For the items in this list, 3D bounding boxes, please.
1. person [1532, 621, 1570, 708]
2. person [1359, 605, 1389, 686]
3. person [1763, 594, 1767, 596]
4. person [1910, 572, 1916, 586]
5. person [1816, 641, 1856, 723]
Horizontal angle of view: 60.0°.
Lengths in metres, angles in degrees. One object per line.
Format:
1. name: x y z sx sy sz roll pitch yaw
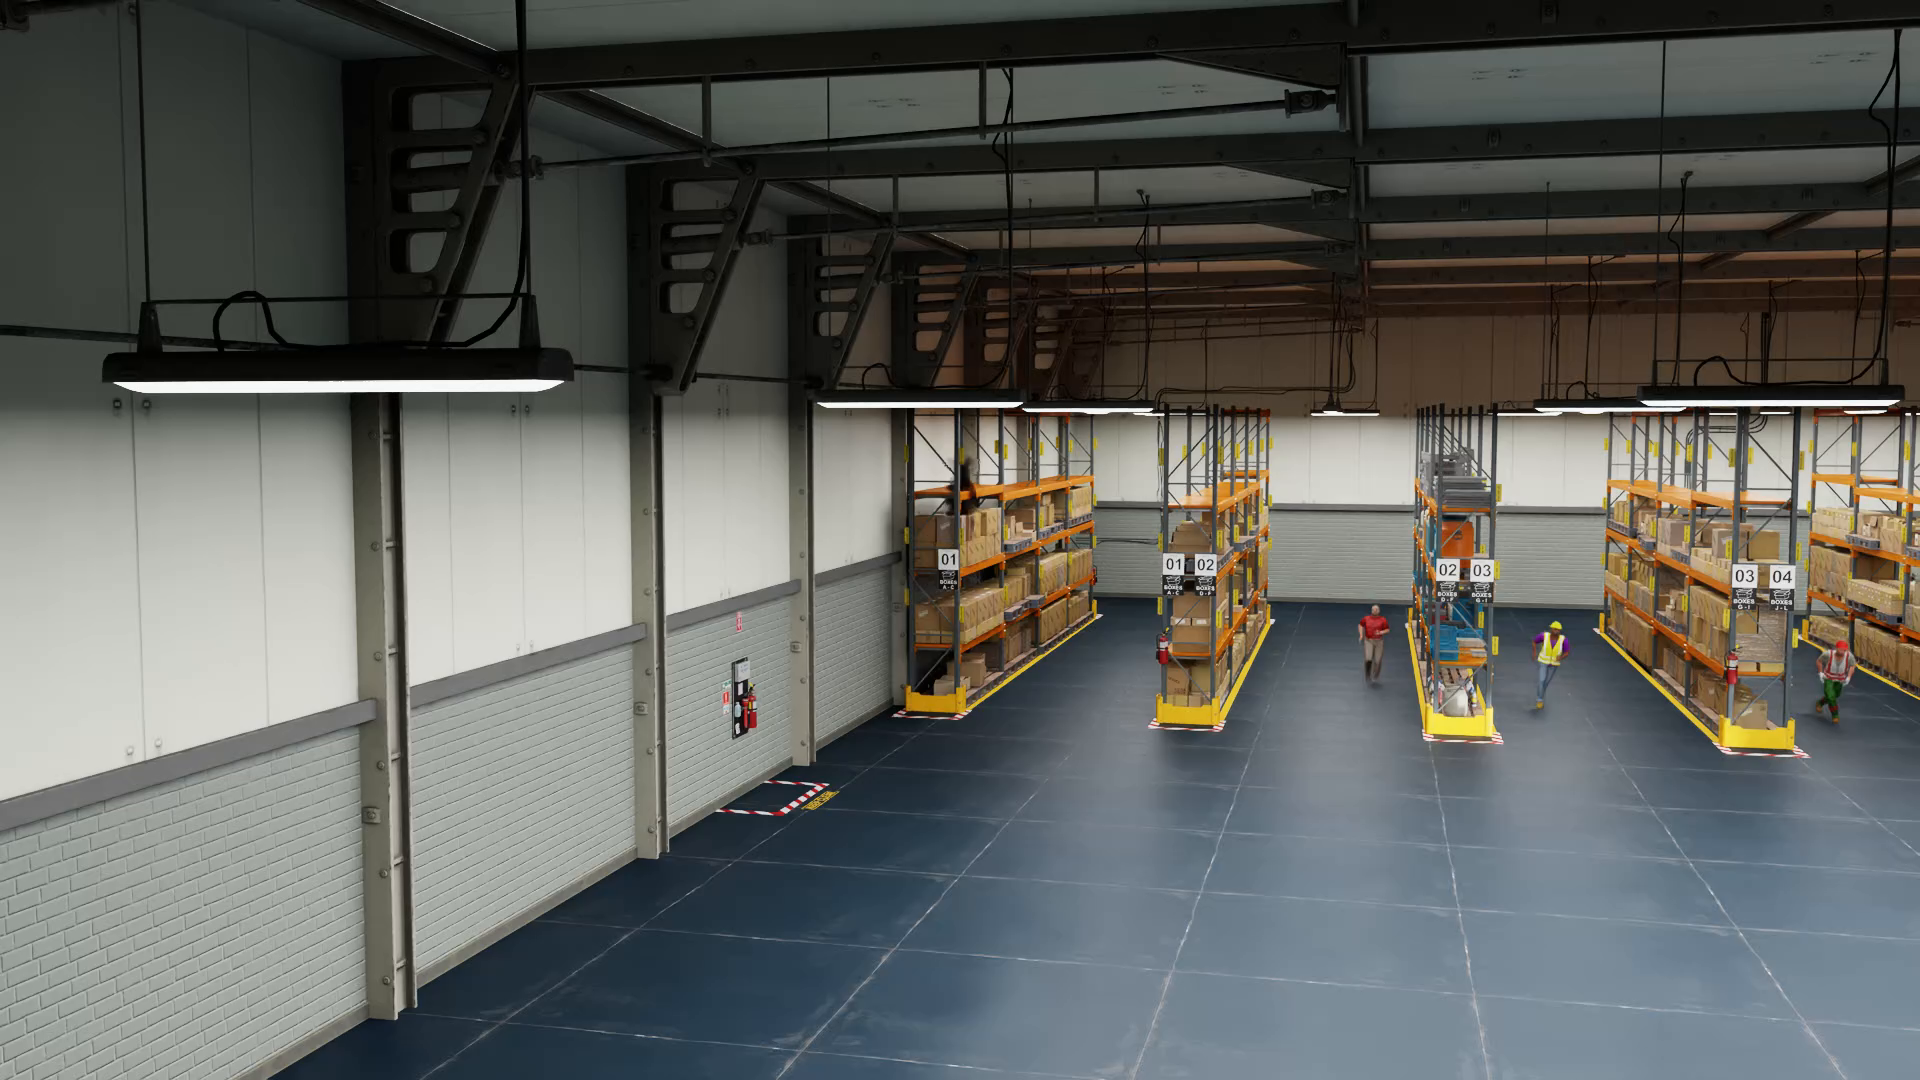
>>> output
1. person: 11.728 2.442 33.059 0.704 1.701 0.982 1 4 8
2. person: 8.902 2.272 35.748 0.626 1.766 0.736 1 4 10
3. person: 20.028 1.872 42.100 0.734 1.573 0.826 0 4 3
4. person: 24.966 1.673 43.763 0.883 1.713 0.573 1 4 8
5. person: 16.521 2.643 31.450 0.649 1.592 1.130 1 4 10
